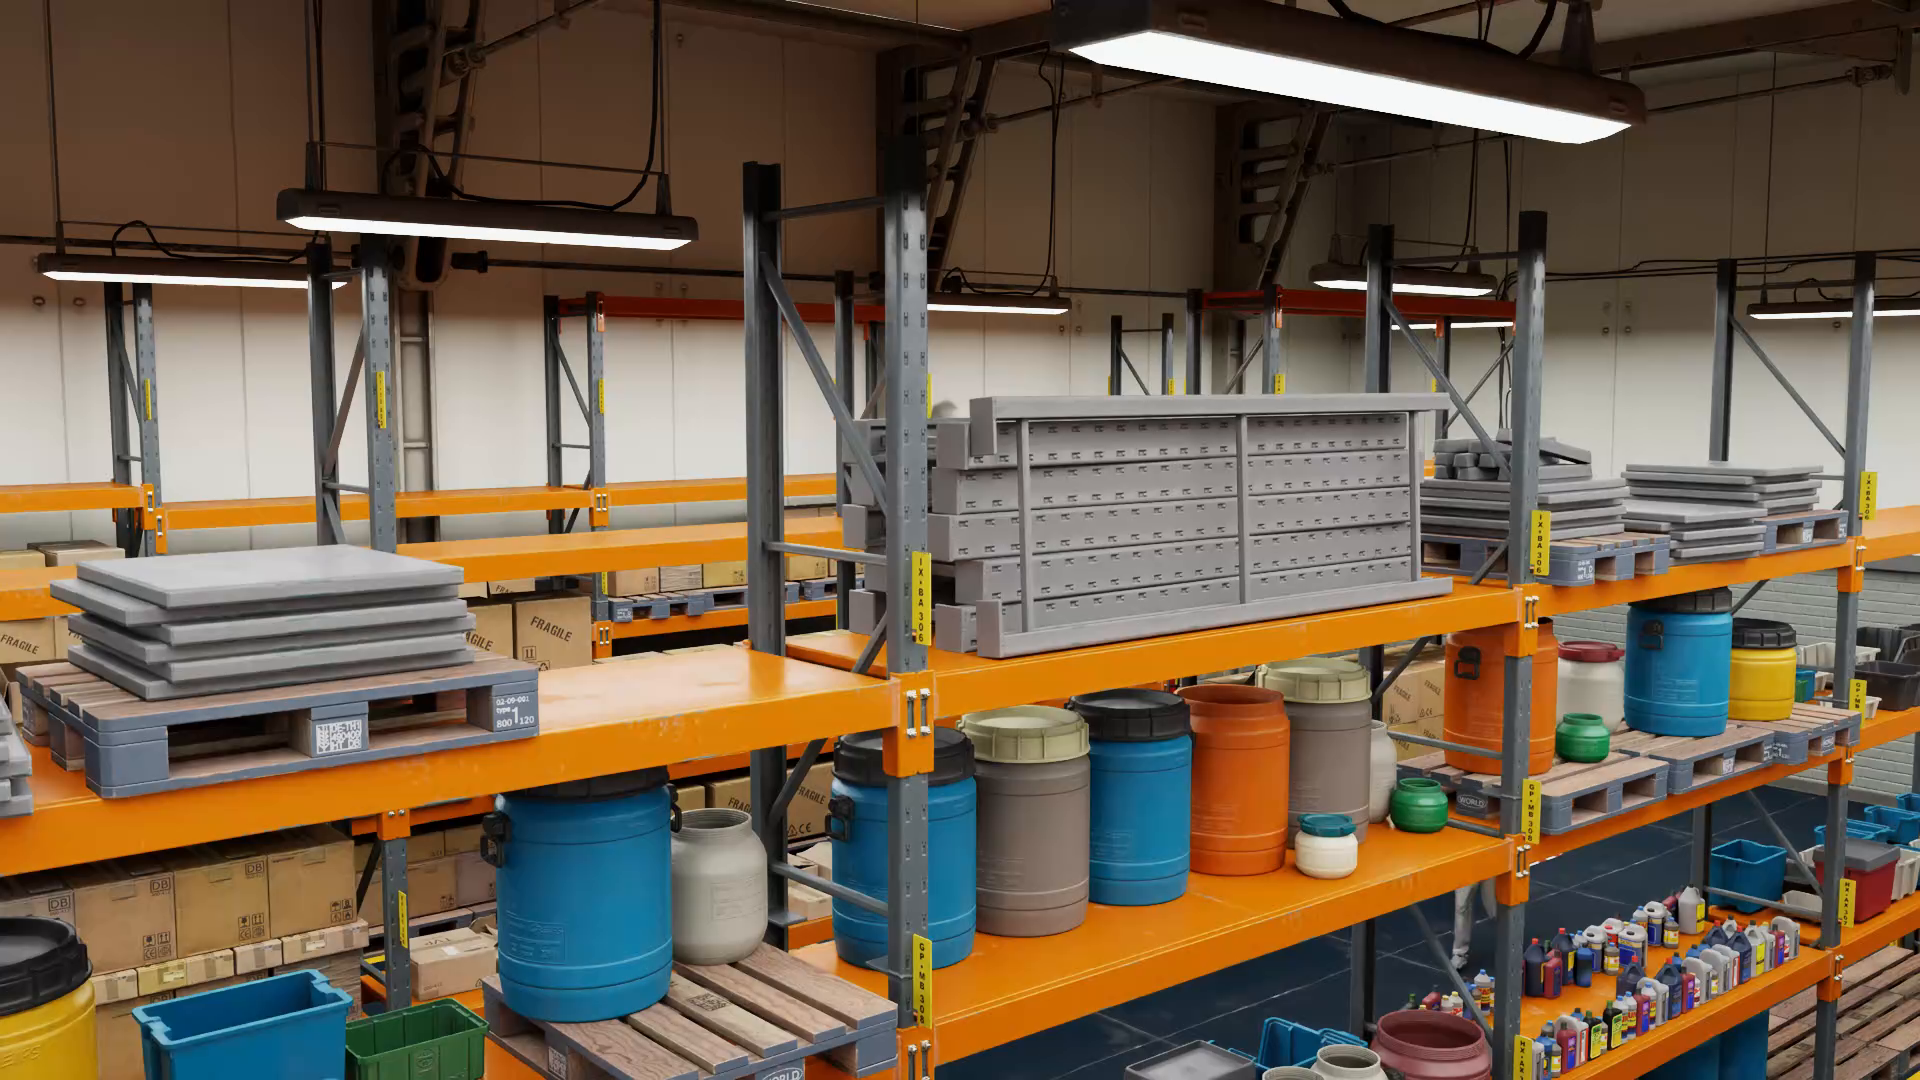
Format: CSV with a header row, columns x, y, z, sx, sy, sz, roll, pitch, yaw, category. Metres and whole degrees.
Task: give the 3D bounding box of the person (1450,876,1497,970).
x,y,z,sx,sy,sz,roll,pitch,yaw,category
4.605,2.866,14.681,0.710,1.745,0.972,5,8,44,person
